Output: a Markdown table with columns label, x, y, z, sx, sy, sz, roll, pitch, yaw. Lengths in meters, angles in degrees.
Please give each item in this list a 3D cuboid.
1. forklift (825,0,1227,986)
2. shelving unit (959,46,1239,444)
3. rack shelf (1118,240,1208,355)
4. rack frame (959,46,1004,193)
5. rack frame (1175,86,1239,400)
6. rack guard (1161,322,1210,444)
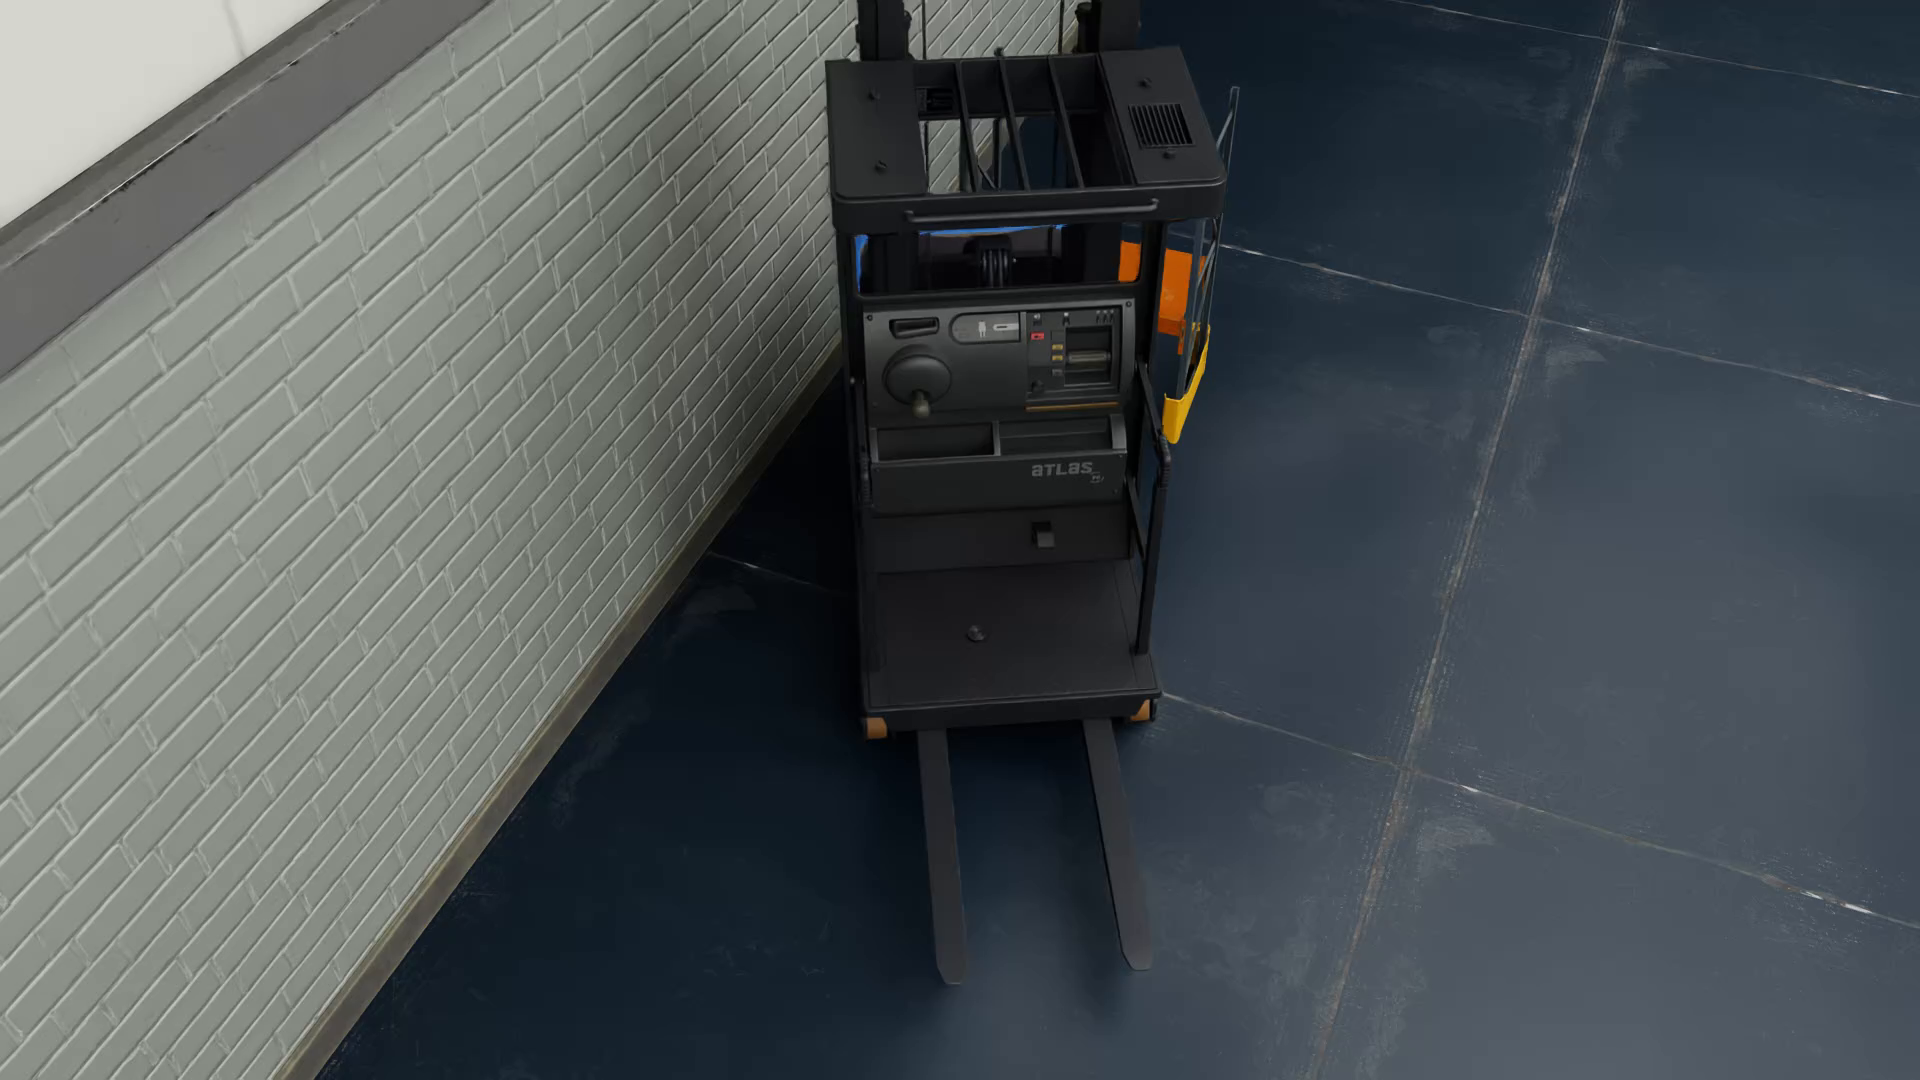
| label | x | y | z | sx | sy | sz | roll | pitch | yaw |
| --- | --- | --- | --- | --- | --- | --- | --- | --- | --- |
| forklift | 0.157 | -0.536 | 5.550 | 1.130 | 2.935 | 3.031 | -3 | 45 | -3 |
| shelving unit | 0.564 | -1.283 | 7.315 | 1.083 | 1.500 | 0.587 | 14 | 46 | 13 |
| rack shelf | 0.573 | -1.154 | 7.440 | 1.000 | 0.185 | 0.538 | 14 | 46 | 13 |
| rack frame | 0.092 | -1.397 | 7.430 | 0.032 | 1.500 | 0.500 | 14 | 46 | 13 |
| rack frame | 1.053 | -1.165 | 7.196 | 0.032 | 1.500 | 0.500 | 14 | 46 | 13 |
| rack guard | 1.035 | -0.726 | 7.642 | 0.087 | 0.250 | 0.587 | 14 | 46 | 13 |
